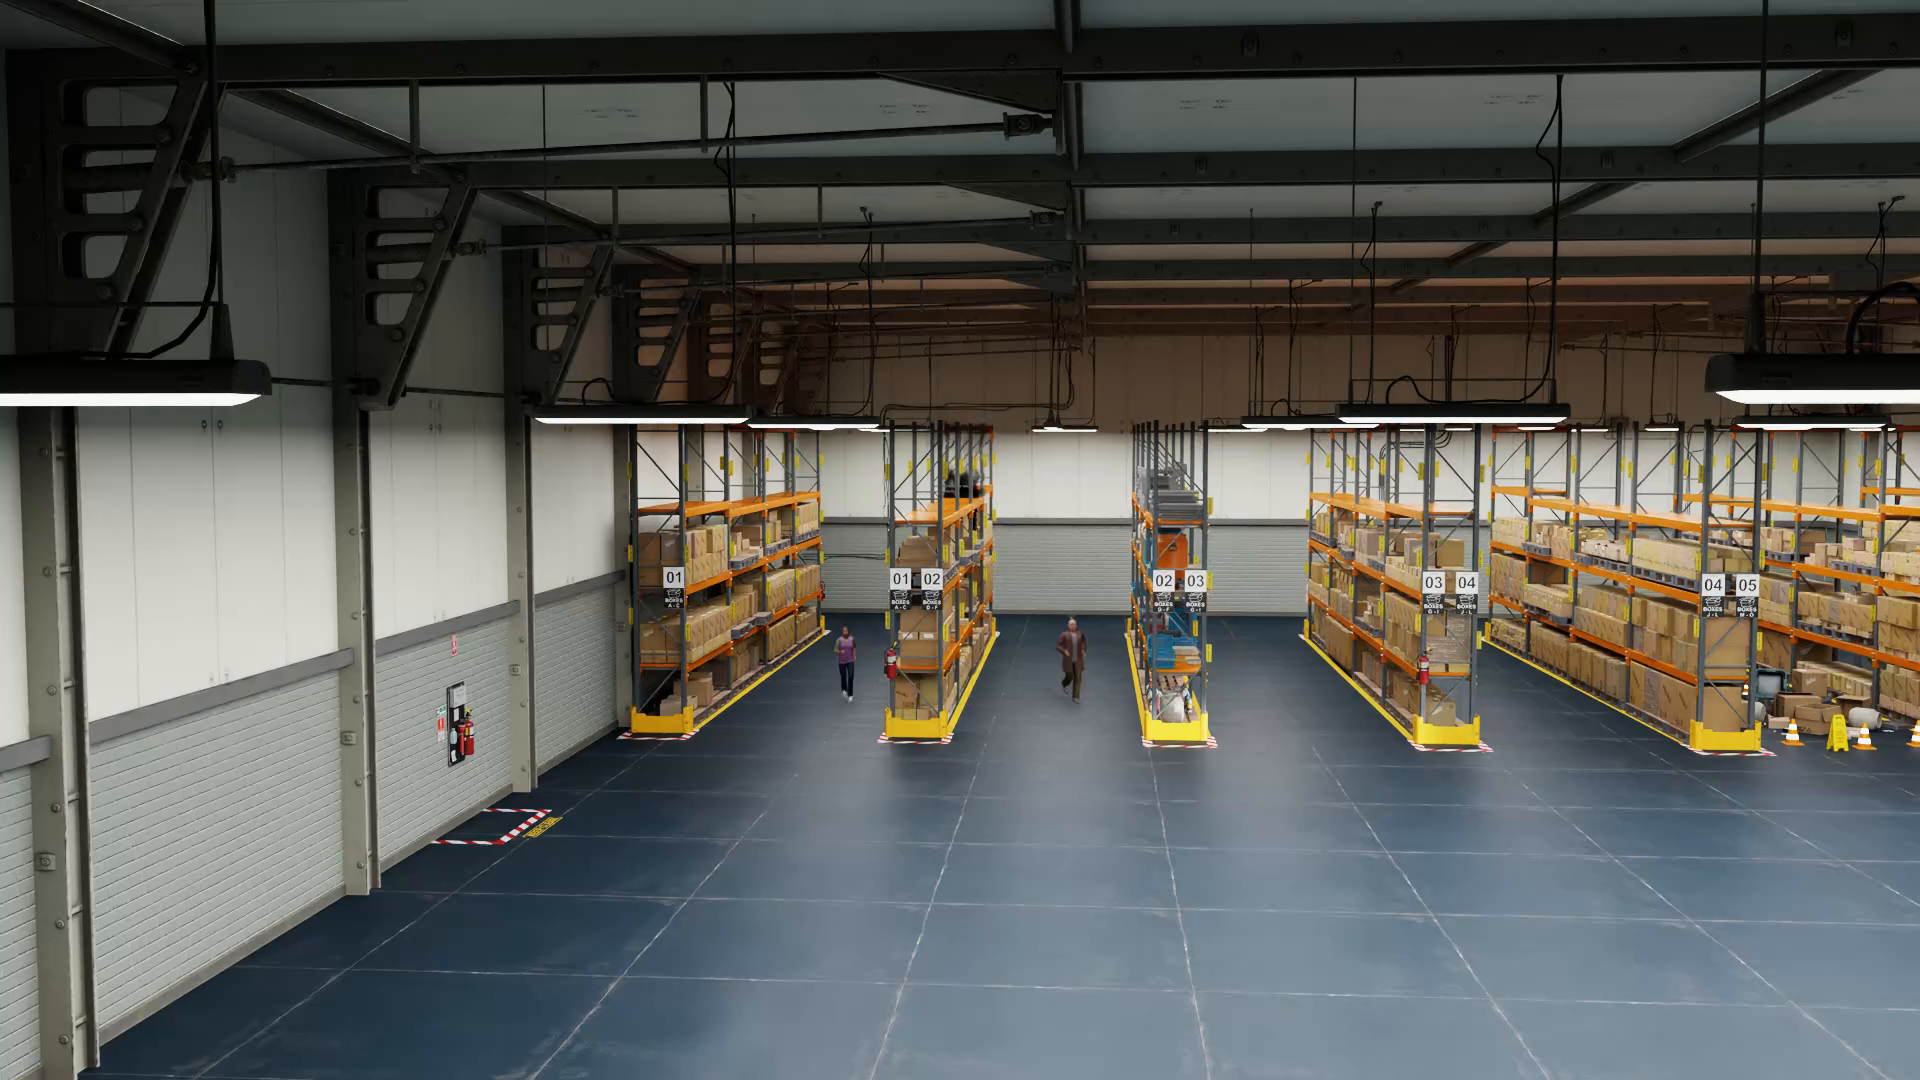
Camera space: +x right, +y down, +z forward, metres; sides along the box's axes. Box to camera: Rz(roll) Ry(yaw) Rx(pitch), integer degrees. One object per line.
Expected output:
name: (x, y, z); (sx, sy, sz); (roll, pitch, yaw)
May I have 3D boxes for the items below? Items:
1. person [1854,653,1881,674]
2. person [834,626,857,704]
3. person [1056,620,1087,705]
person: (20.993, 2.372, 38.560); (0.720, 1.758, 0.976); (0, 4, 0)
person: (-2.453, 2.659, 35.712); (0.524, 1.641, 0.766); (0, 4, -7)
person: (2.414, 2.590, 35.695); (0.710, 1.780, 0.972); (-1, 4, -11)
